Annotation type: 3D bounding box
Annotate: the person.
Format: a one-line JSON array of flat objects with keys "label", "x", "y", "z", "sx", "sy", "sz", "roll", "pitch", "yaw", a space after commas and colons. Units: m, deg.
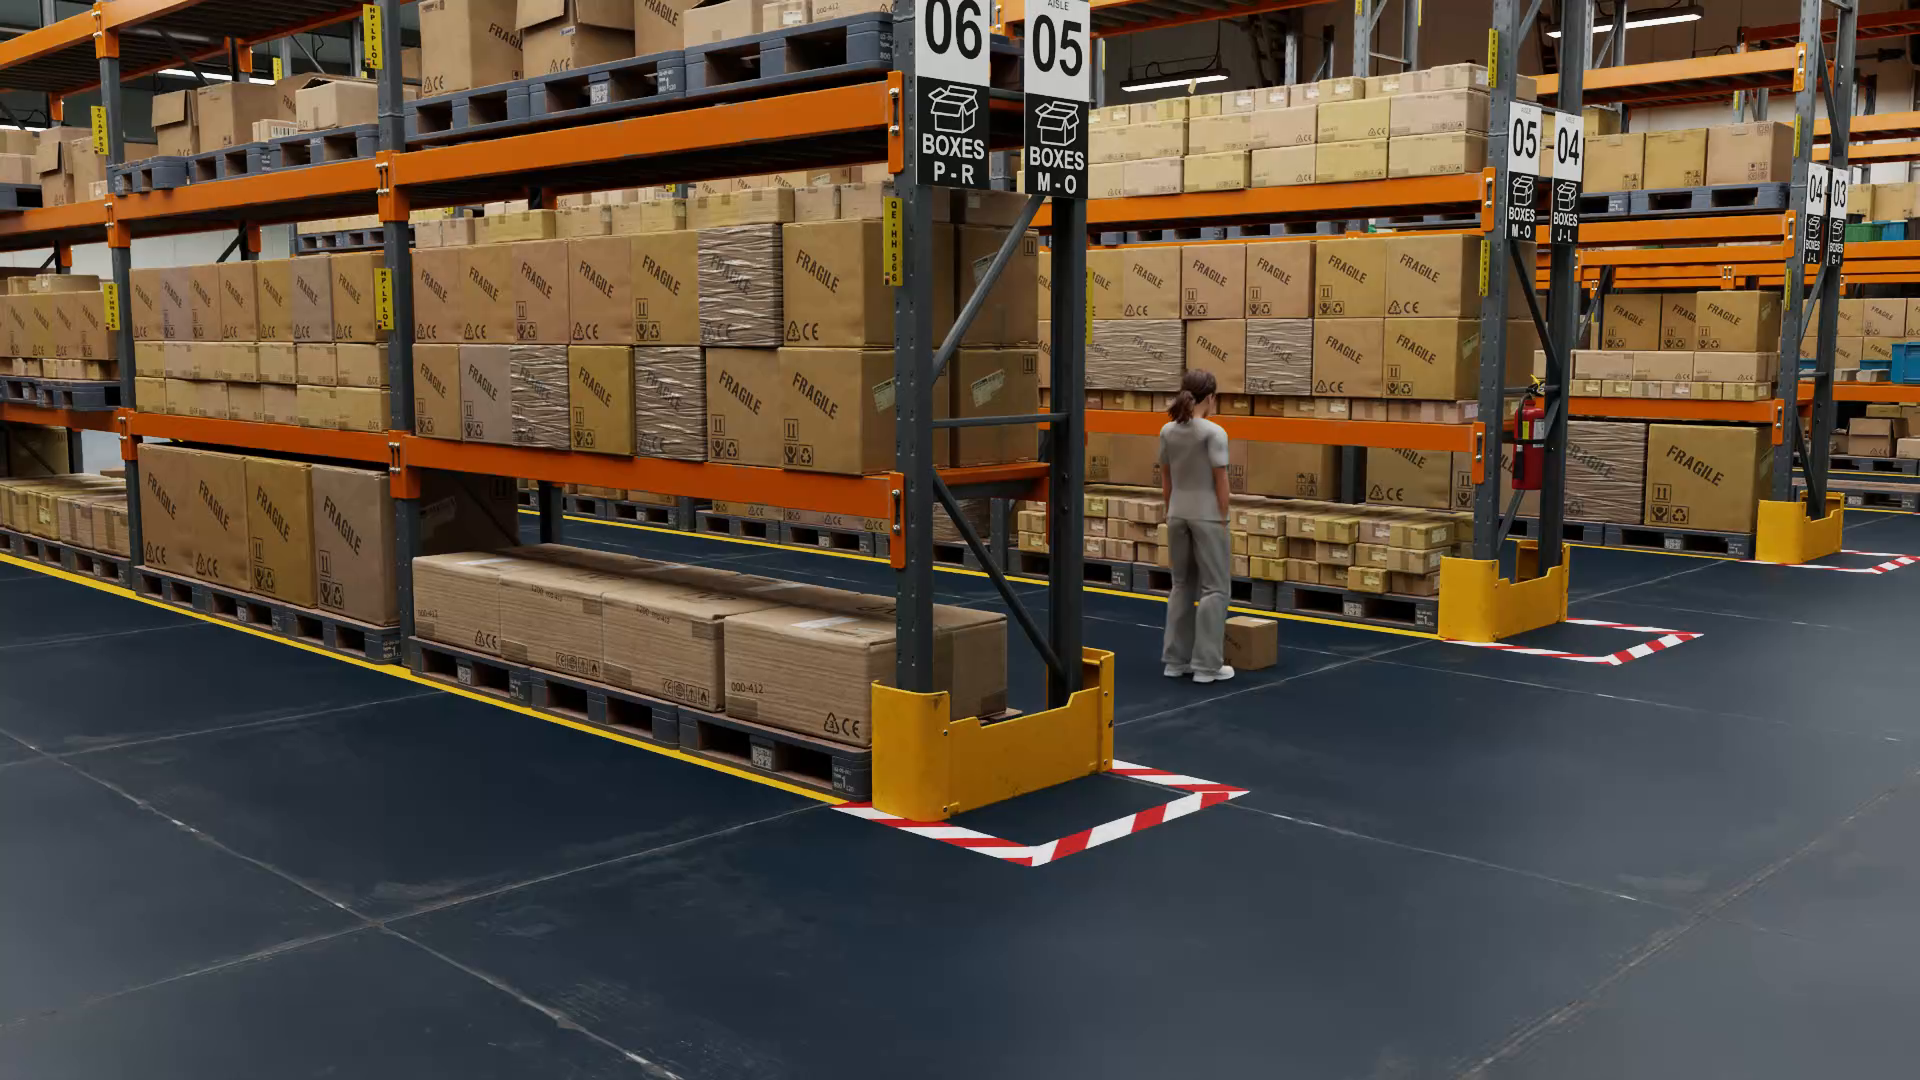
[{"label": "person", "x": 1.261, "y": -0.080, "z": 8.944, "sx": 0.442, "sy": 1.671, "sz": 0.367, "roll": 7, "pitch": 10, "yaw": 44}]
